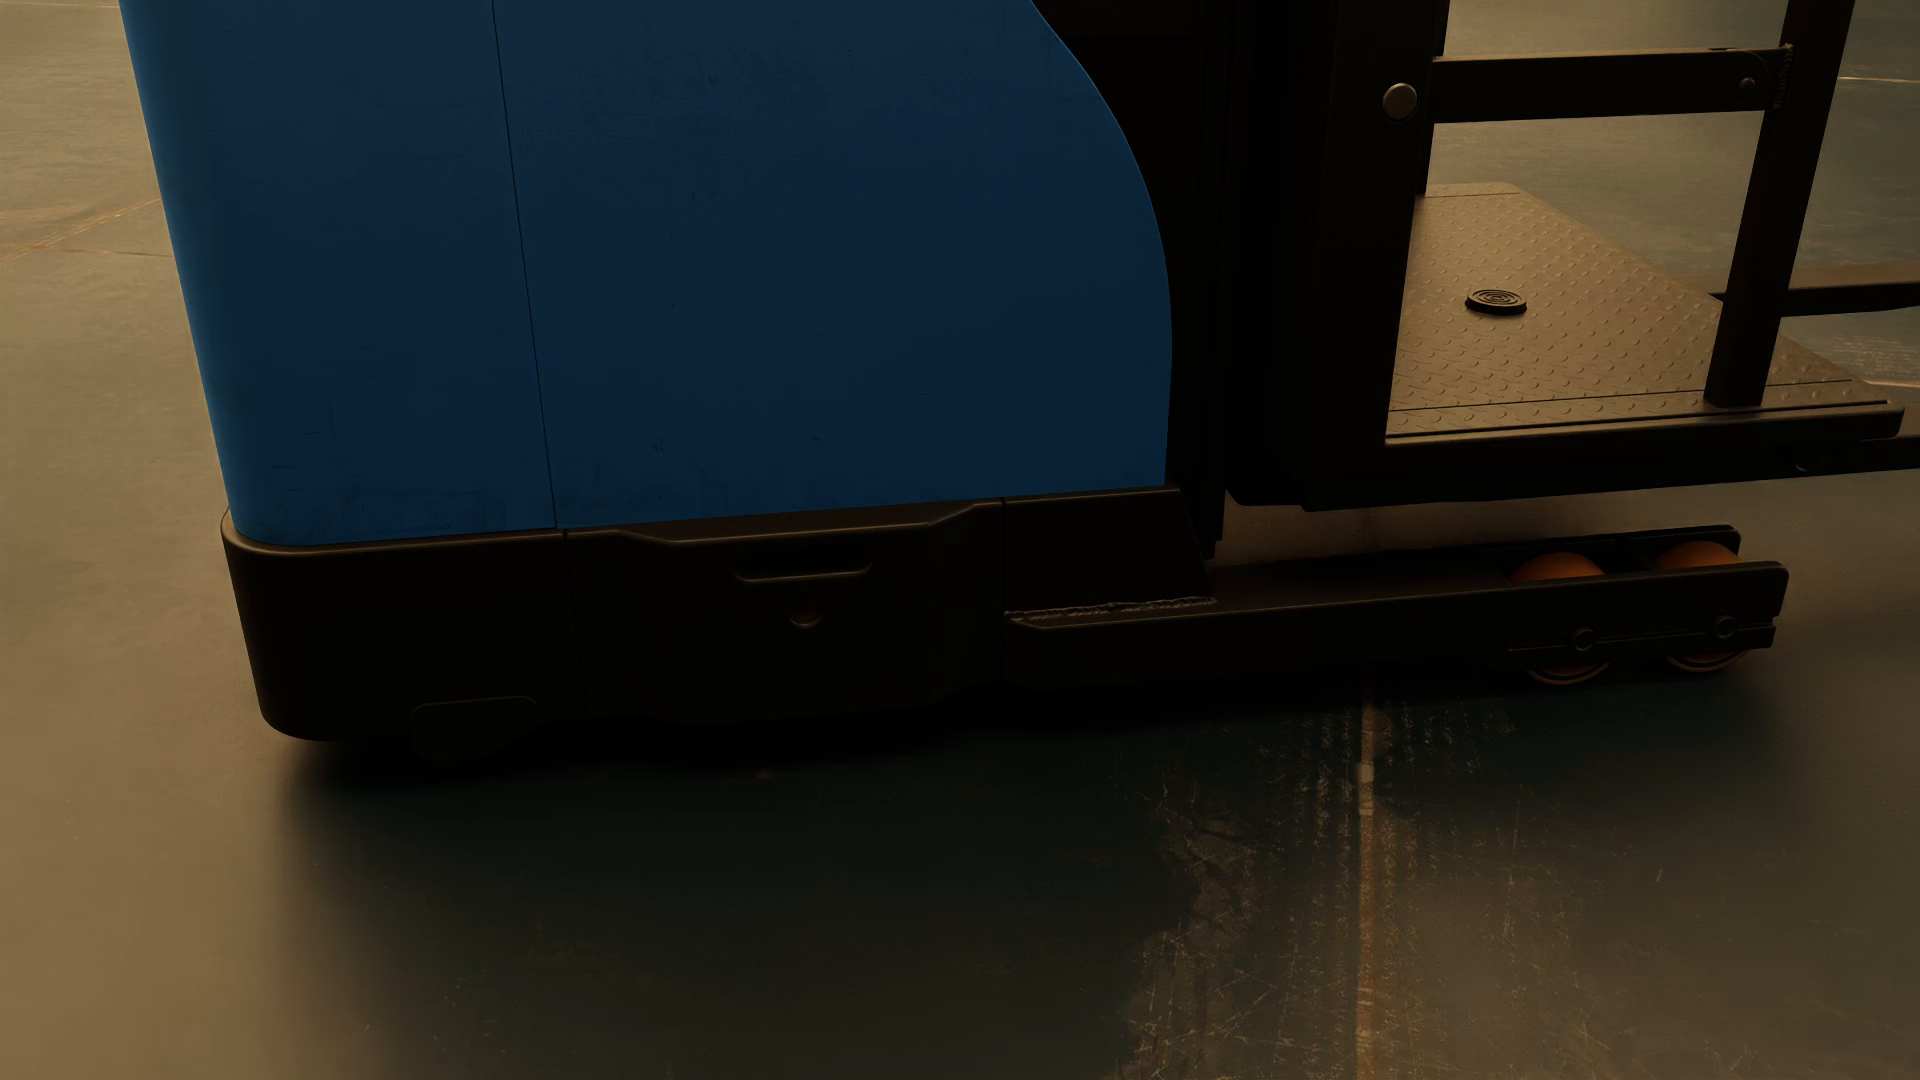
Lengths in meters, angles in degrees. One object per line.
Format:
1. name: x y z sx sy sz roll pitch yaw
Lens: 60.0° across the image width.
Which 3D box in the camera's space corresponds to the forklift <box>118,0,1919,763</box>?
1. forklift: 0.600 -1.354 1.930 3.031 2.935 1.130 -4 27 -9
